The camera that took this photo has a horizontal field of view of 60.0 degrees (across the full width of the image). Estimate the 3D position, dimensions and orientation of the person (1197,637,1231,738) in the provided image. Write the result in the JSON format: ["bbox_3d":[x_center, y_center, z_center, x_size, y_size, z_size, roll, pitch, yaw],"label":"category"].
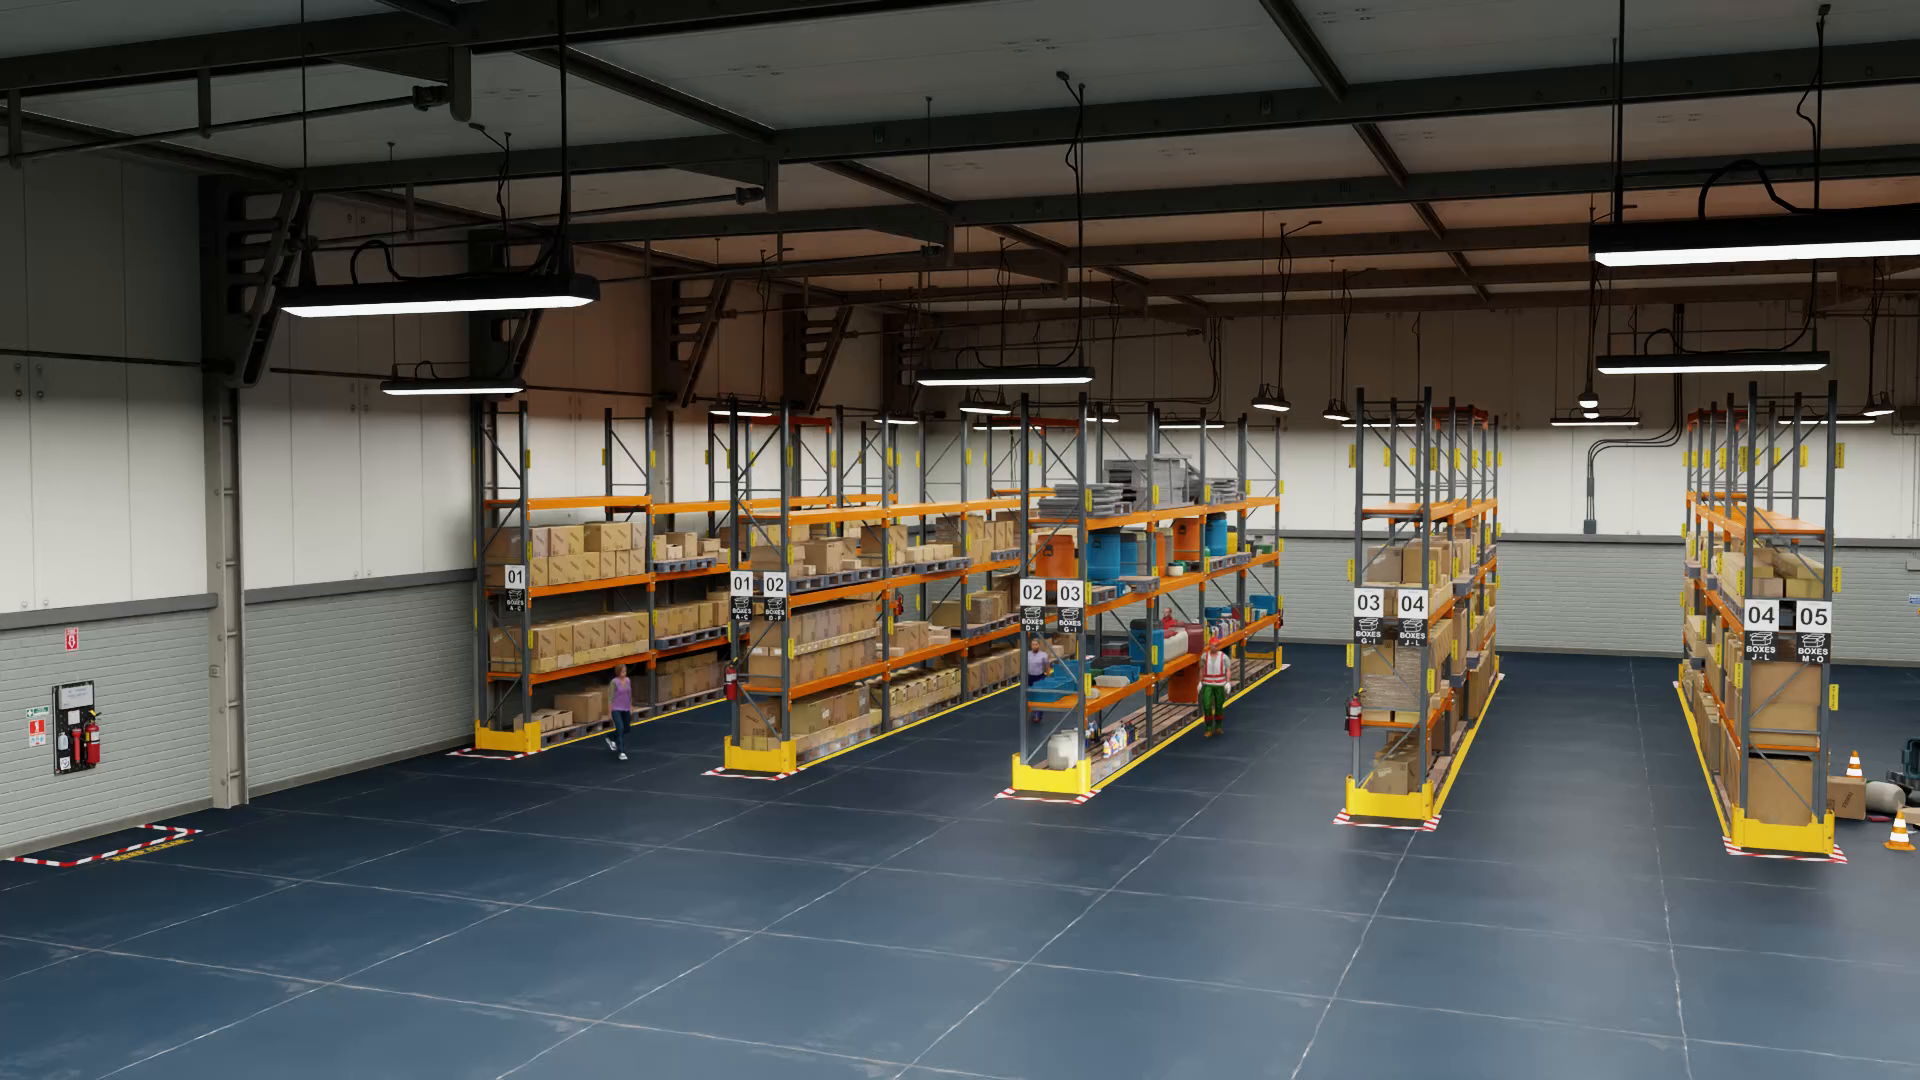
[{"bbox_3d":[4.596,2.653,30.062,0.625,1.816,0.606,1,3,15],"label":"person"}]

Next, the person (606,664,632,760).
[{"bbox_3d":[-5.719,2.851,27.924,0.812,1.562,0.447,3,4,44],"label":"person"}]

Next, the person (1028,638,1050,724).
[{"bbox_3d":[1.425,2.657,31.467,0.518,1.588,1.041,1,3,28],"label":"person"}]

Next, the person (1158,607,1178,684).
[{"bbox_3d":[4.600,2.338,37.166,0.579,1.669,1.061,3,4,43],"label":"person"}]
